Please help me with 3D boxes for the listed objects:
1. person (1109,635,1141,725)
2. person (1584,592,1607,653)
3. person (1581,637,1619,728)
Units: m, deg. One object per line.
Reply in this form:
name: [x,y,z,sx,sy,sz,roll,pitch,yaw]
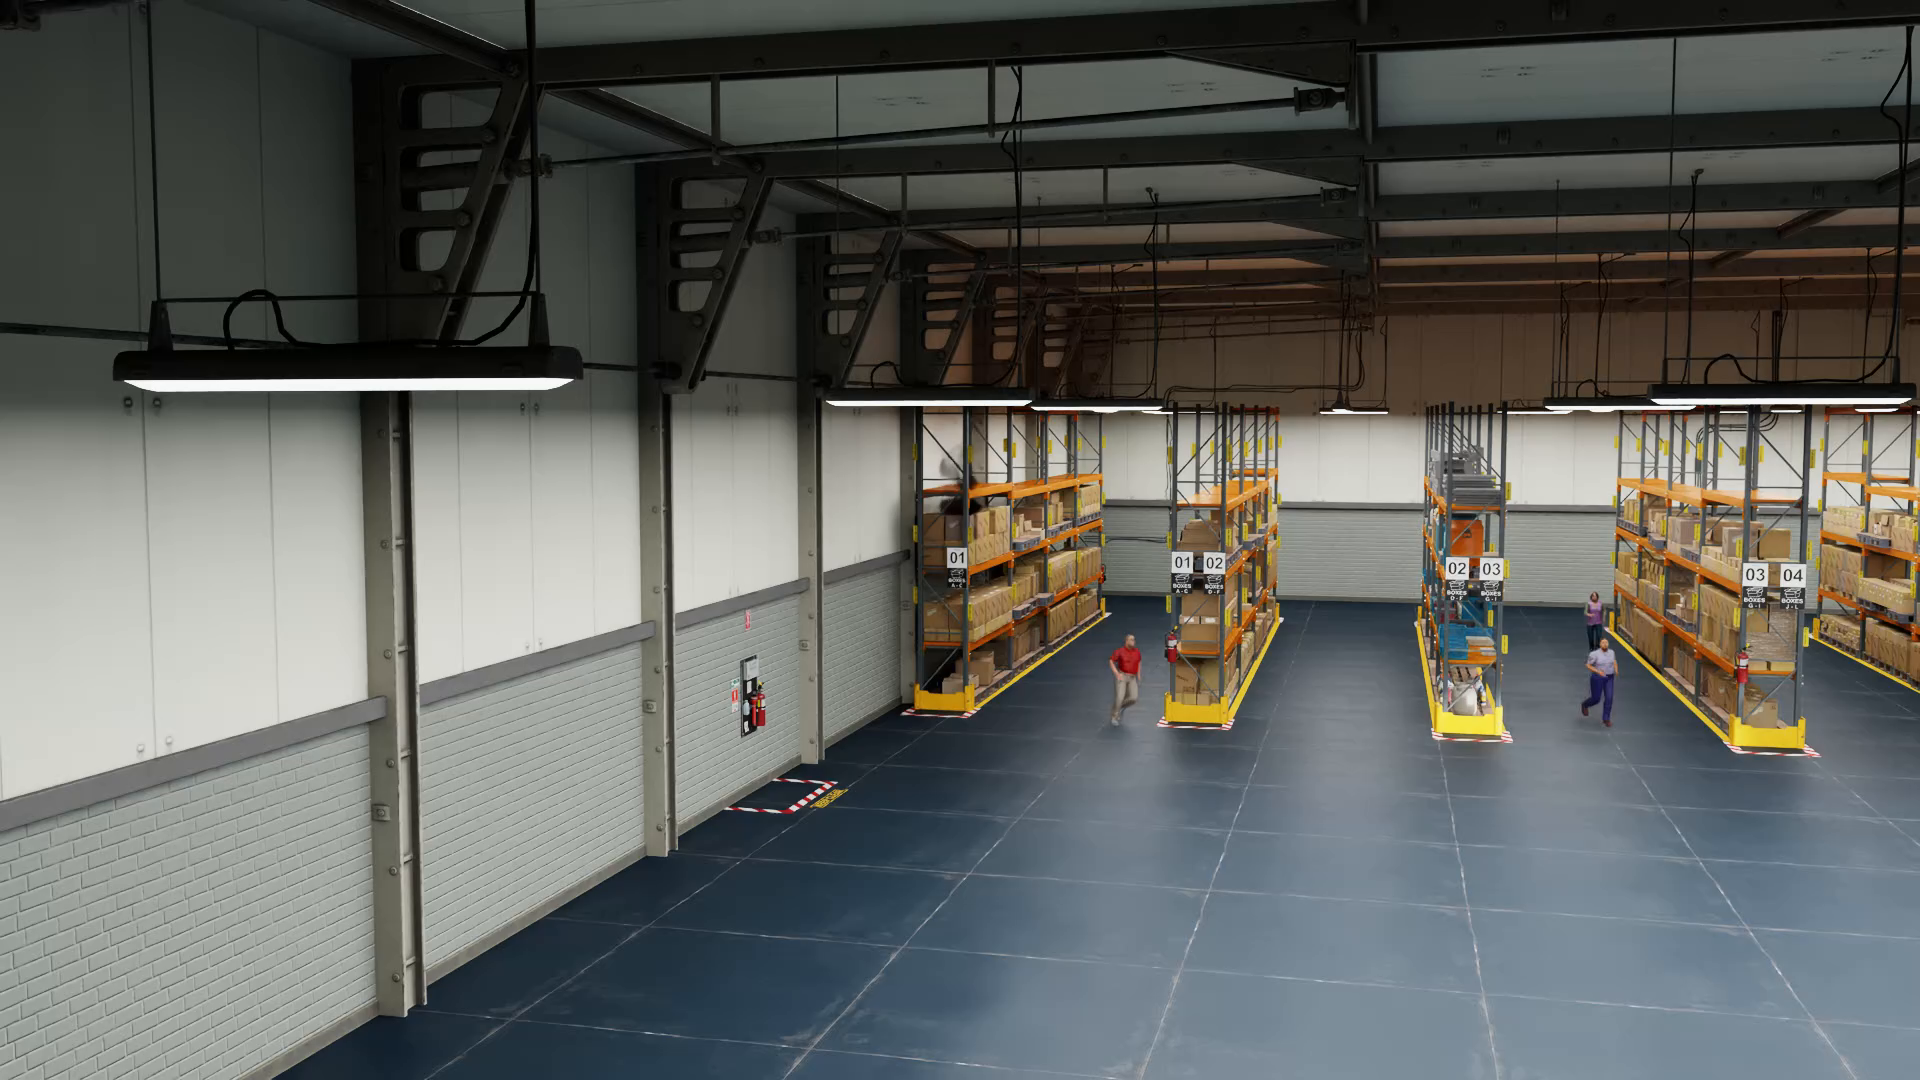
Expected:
person: [3.131,2.606,31.071,0.714,1.671,0.535,-2,5,-21]
person: [15.010,2.022,39.309,0.509,1.600,0.667,2,4,20]
person: [11.992,2.628,31.076,0.616,1.649,0.848,0,4,-3]
